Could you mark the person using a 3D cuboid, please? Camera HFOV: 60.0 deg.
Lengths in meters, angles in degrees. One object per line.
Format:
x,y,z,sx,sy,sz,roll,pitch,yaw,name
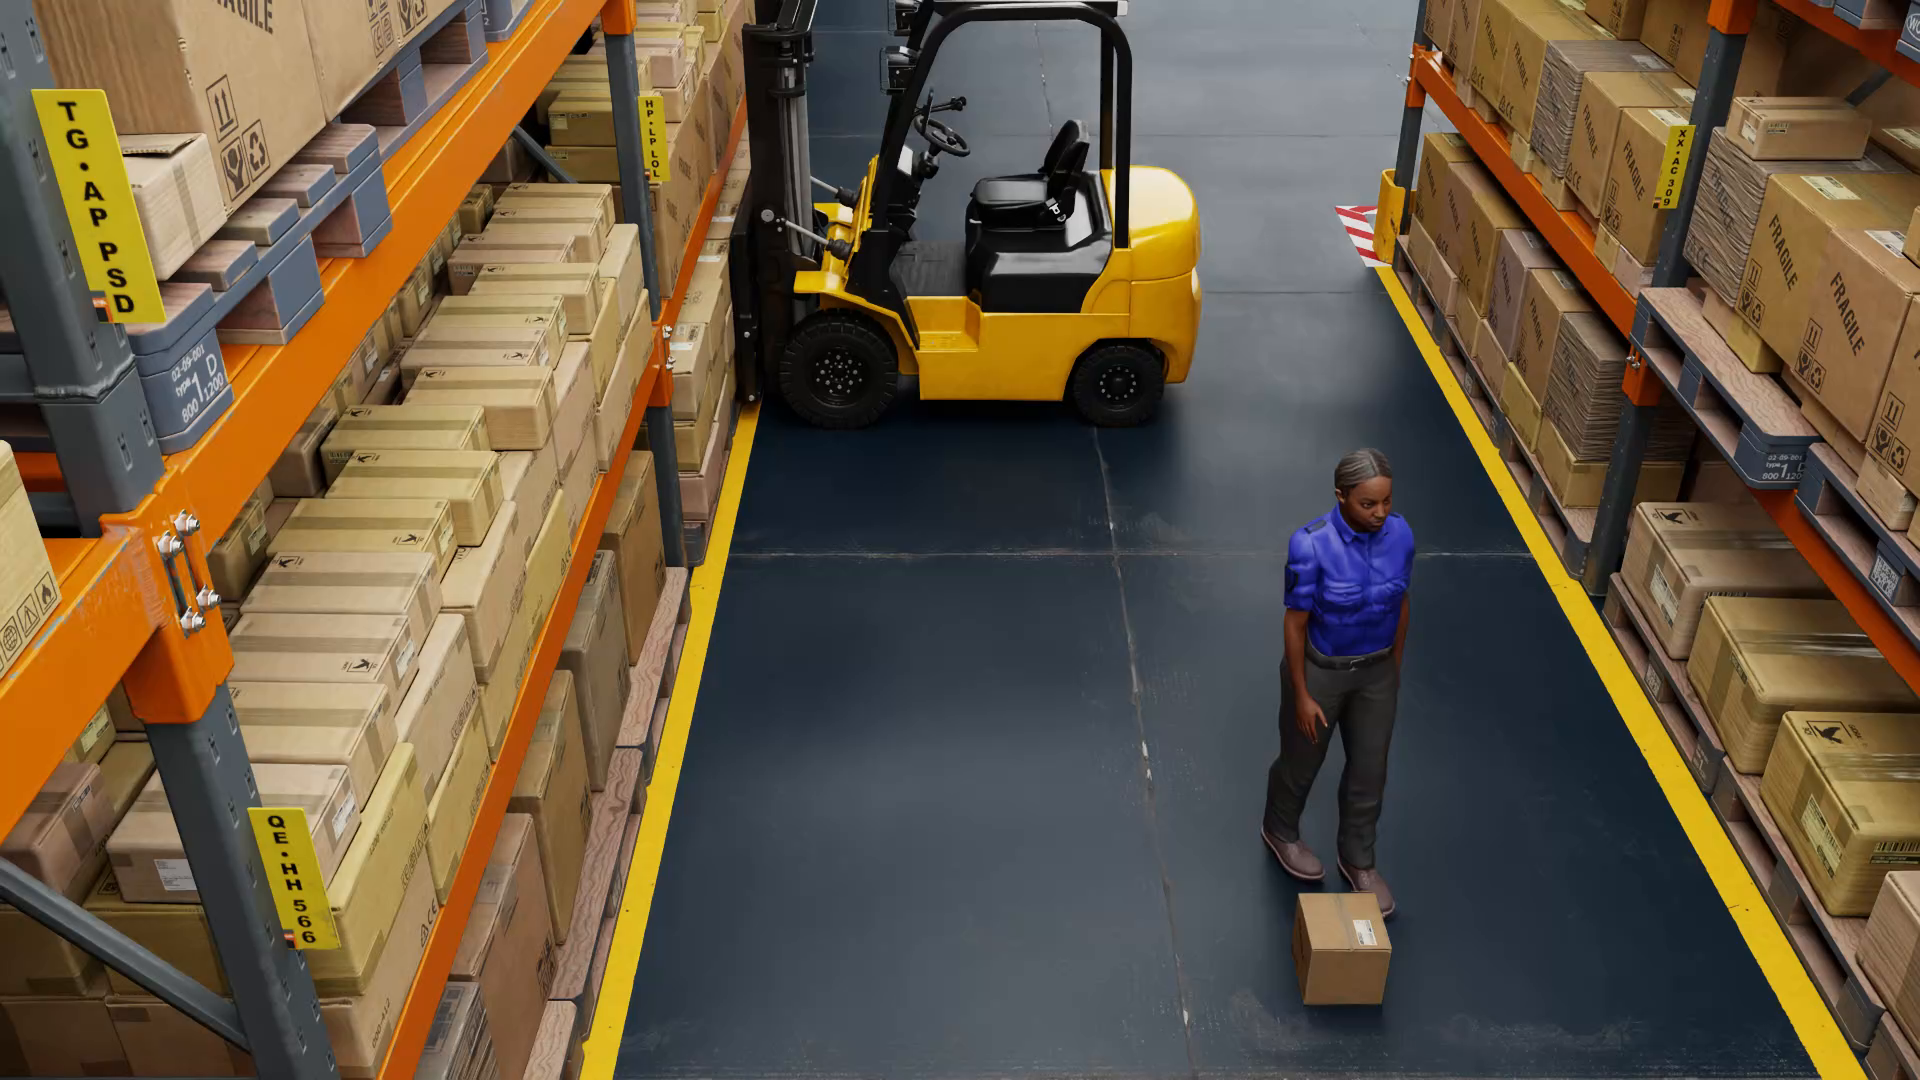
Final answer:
1.249,0.468,5.367,0.448,1.666,0.505,-9,33,-14,person
